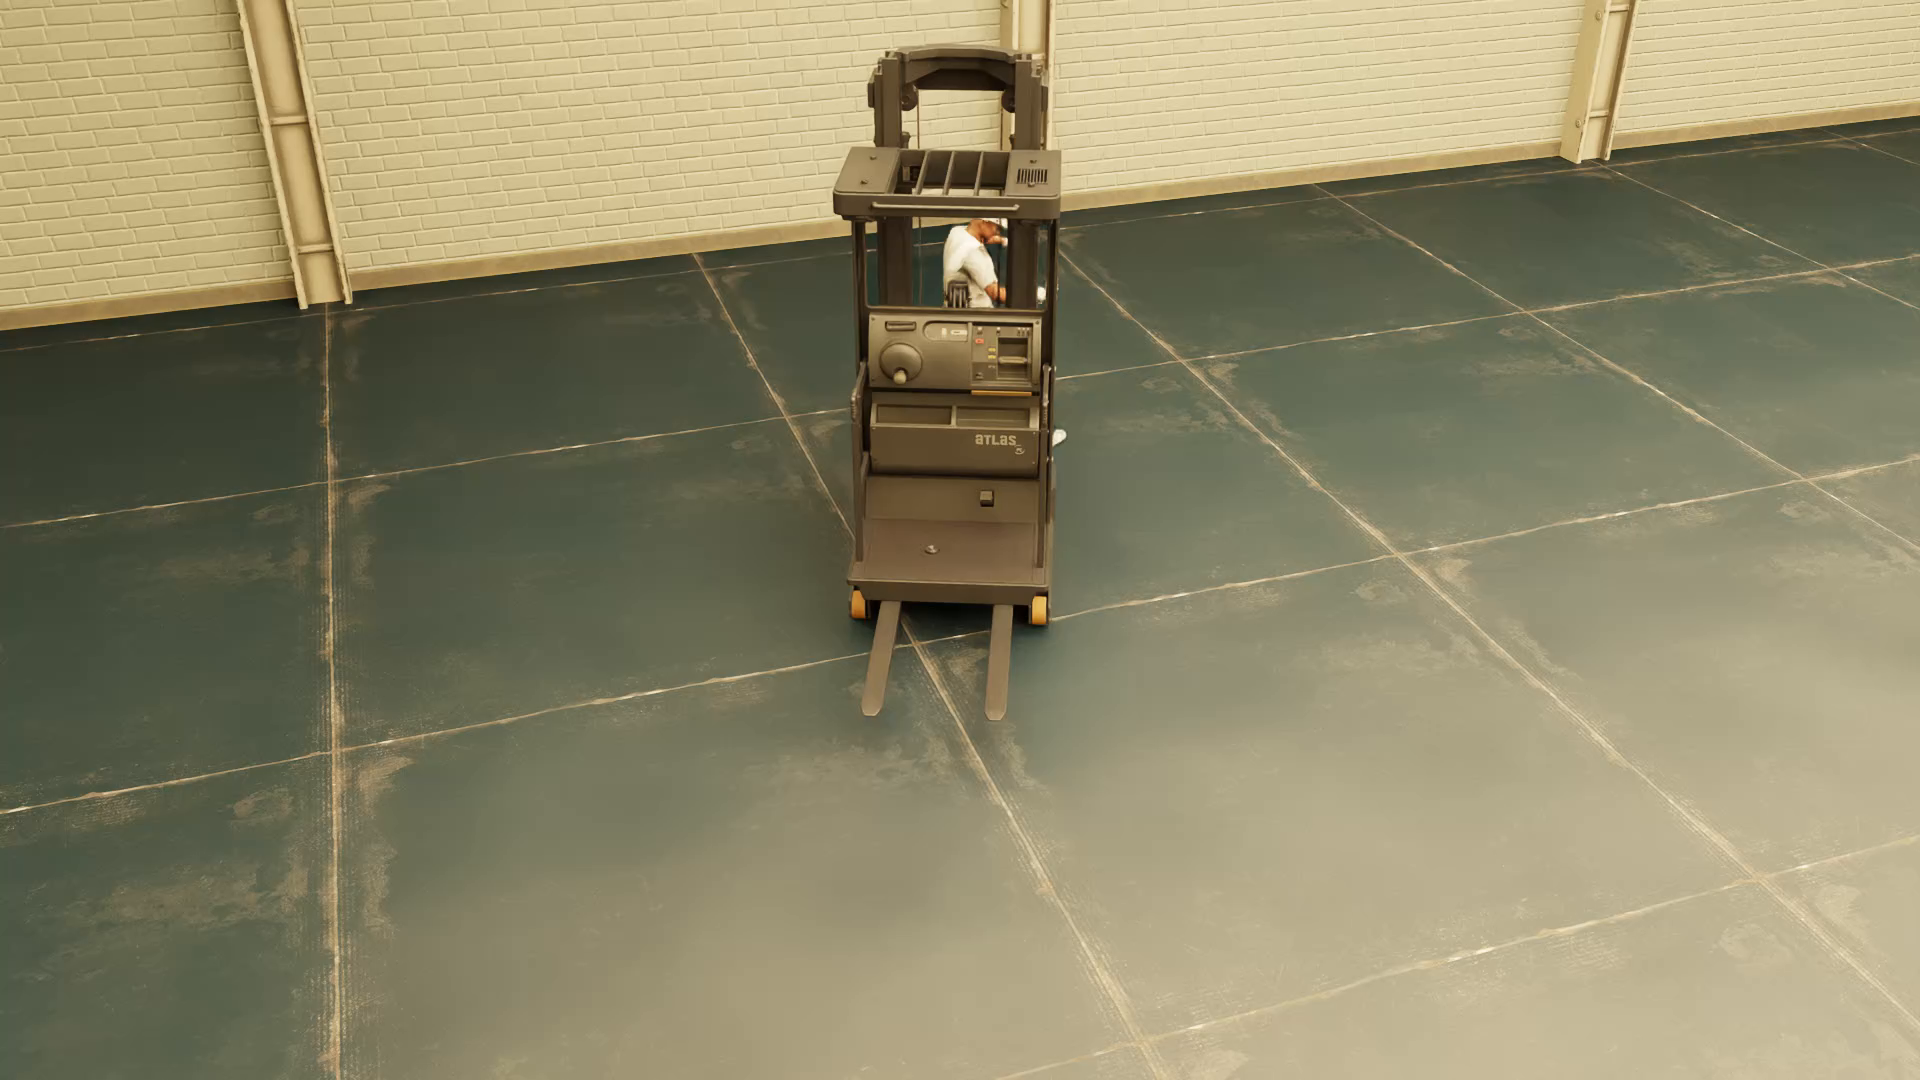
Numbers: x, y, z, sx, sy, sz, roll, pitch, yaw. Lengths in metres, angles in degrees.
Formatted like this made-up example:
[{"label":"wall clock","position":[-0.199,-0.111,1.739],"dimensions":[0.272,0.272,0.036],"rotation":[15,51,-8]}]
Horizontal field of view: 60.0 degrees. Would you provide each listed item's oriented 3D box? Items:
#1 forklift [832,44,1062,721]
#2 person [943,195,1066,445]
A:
[{"label":"forklift","position":[-0.039,-0.967,8.767],"dimensions":[1.130,2.935,3.031],"rotation":[2,30,3]},{"label":"person","position":[0.242,-1.583,11.221],"dimensions":[0.757,1.551,1.296],"rotation":[-5,30,-9]}]
